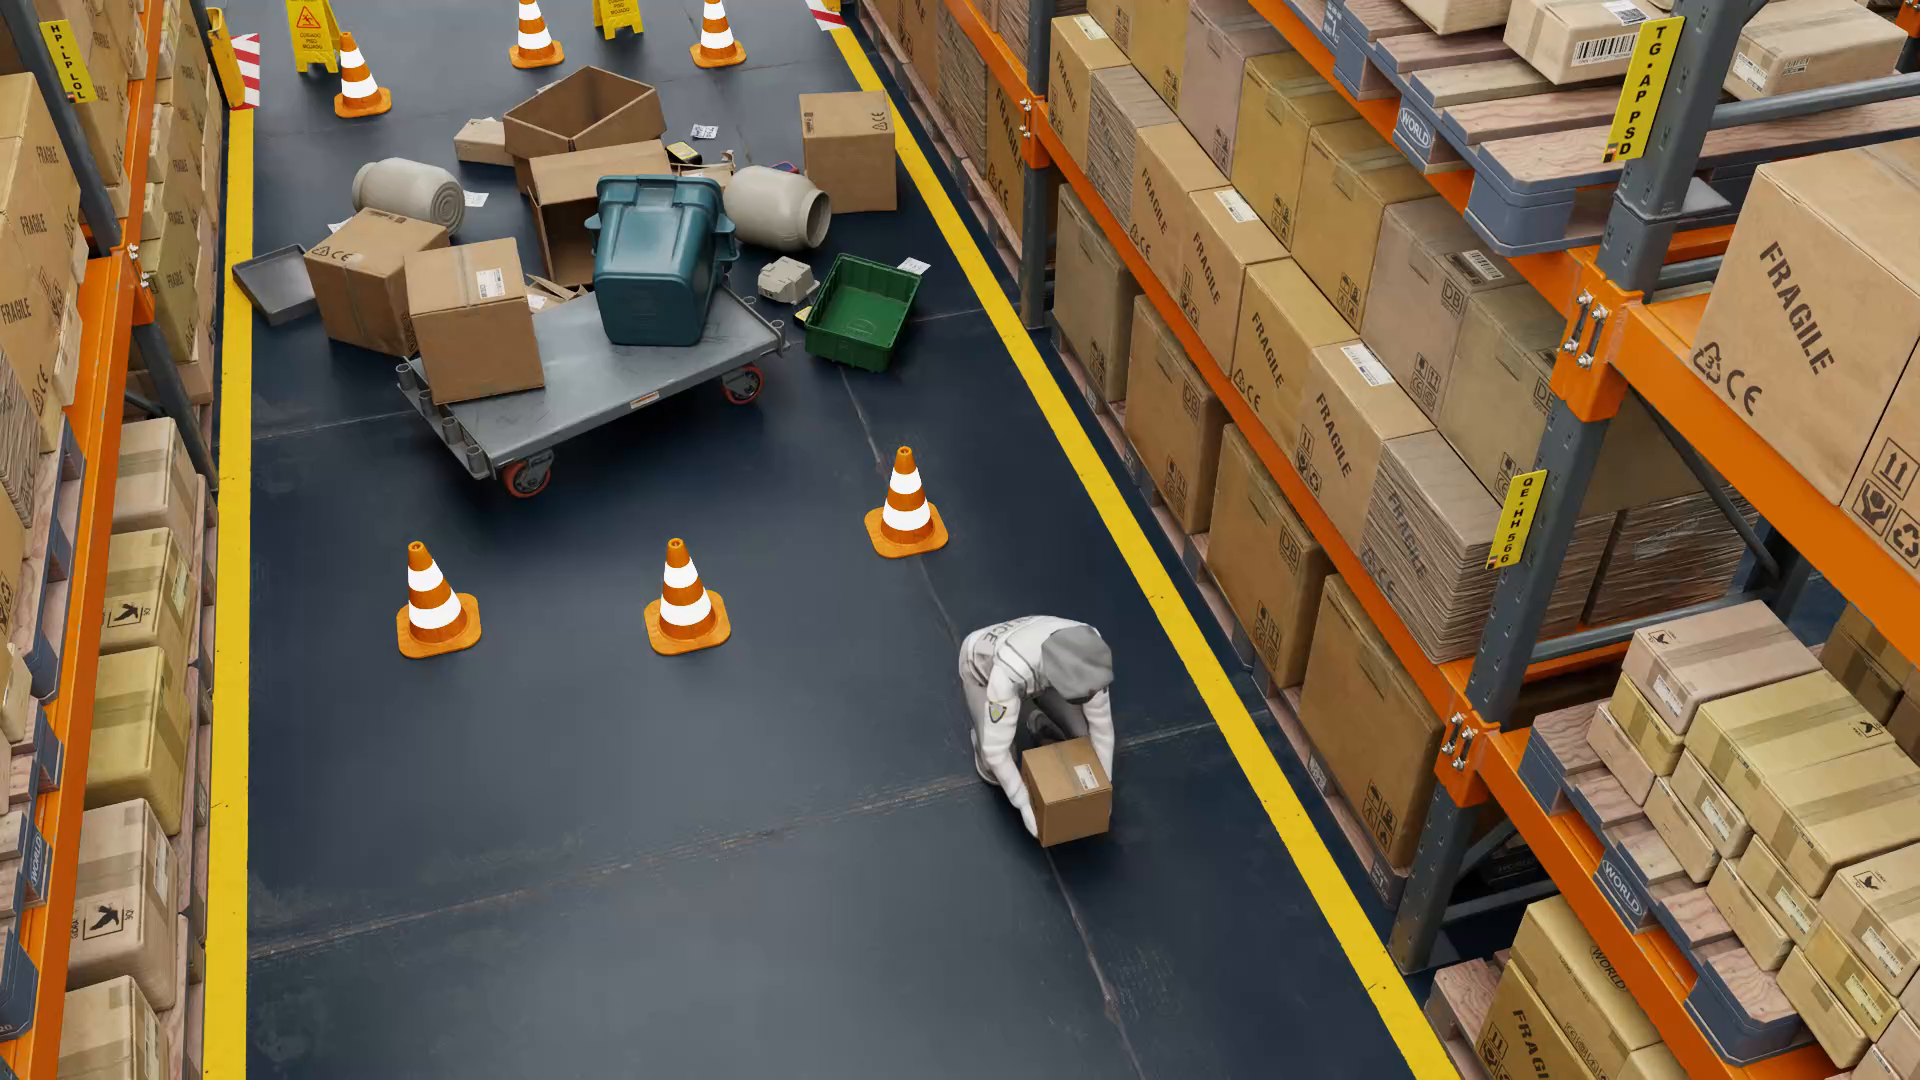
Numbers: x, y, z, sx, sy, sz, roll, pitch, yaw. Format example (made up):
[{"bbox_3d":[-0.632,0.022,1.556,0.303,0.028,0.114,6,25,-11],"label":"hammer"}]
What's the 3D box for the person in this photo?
[{"bbox_3d":[0.272,0.576,6.063,0.499,0.962,0.826,-13,44,-13],"label":"person"}]
